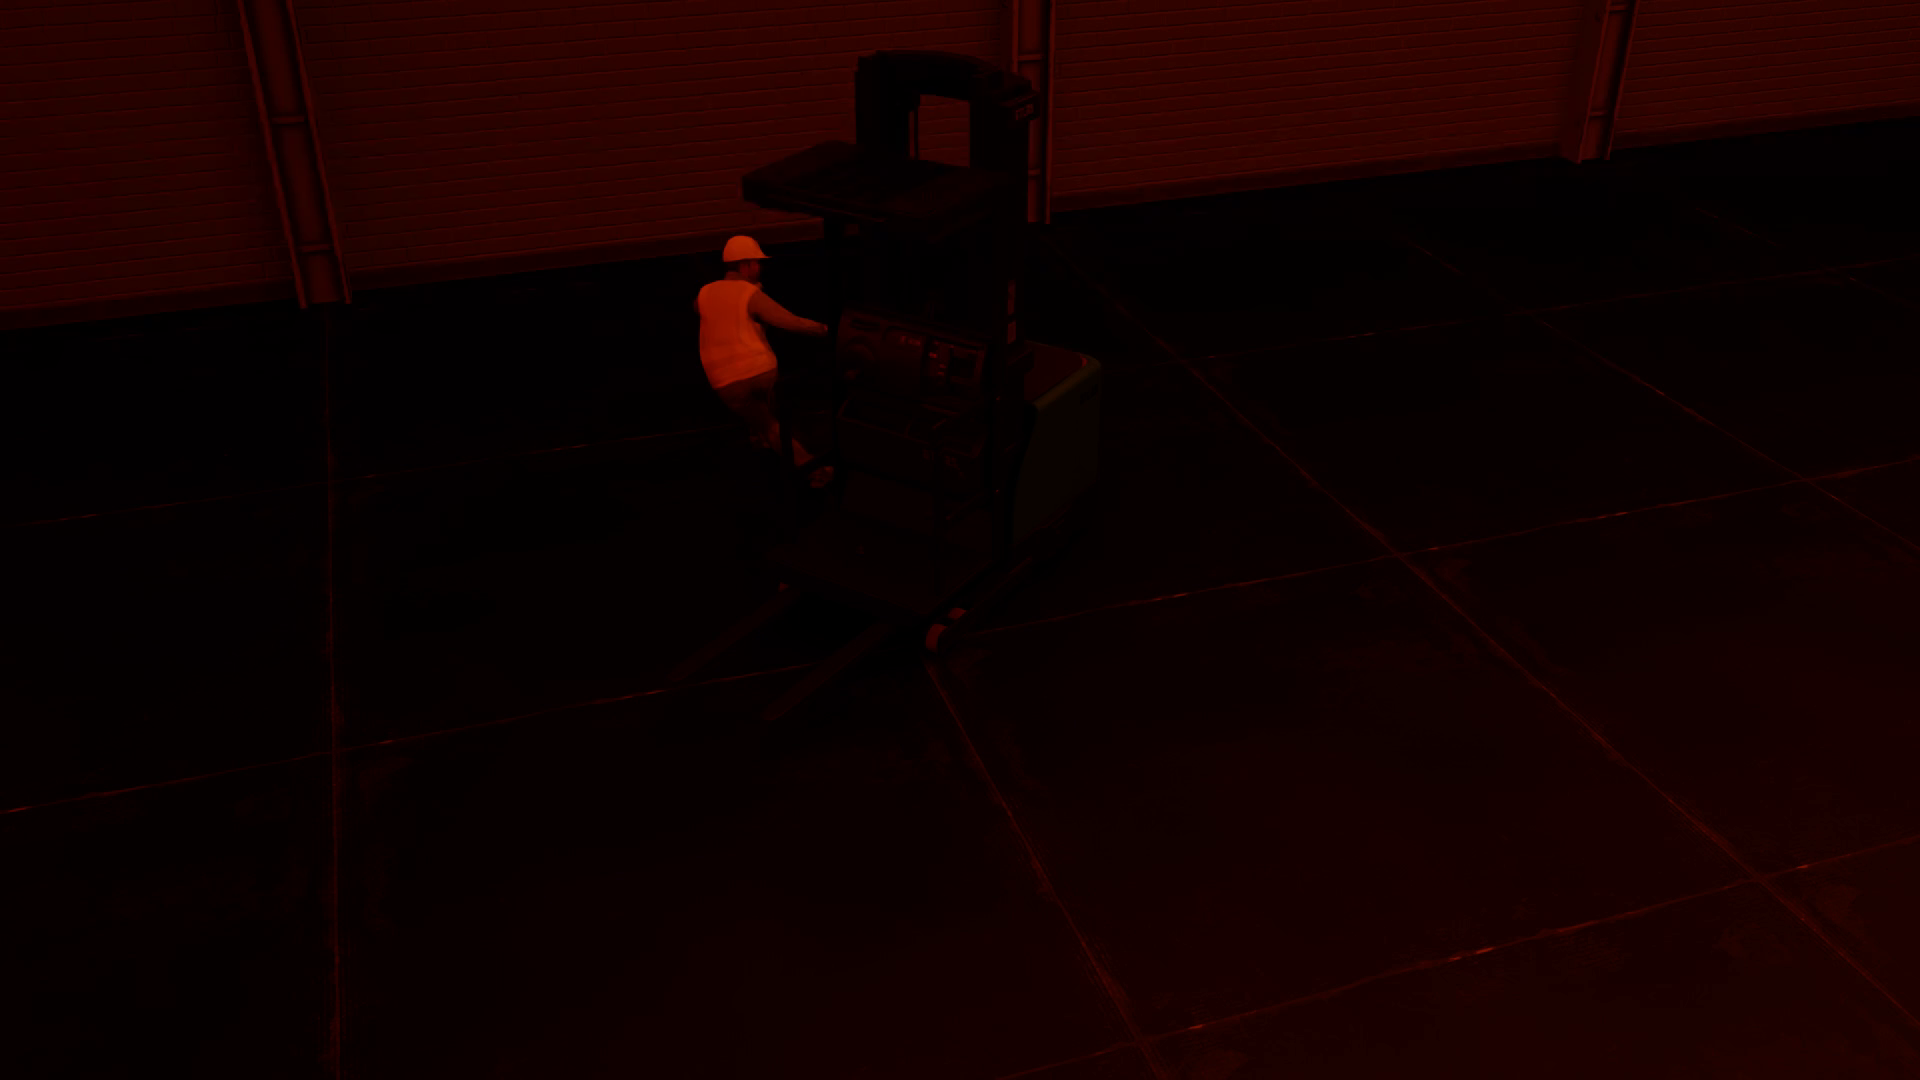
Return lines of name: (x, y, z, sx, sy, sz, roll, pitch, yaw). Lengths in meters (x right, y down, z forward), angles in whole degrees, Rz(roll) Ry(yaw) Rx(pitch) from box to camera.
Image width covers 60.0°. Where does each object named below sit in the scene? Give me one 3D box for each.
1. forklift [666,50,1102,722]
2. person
forklift: (-0.378, -0.922, 8.689, 1.130, 2.935, 3.031, 18, 34, 28)
person: (-1.206, -1.166, 10.497, 0.960, 1.519, 0.929, 0, 30, -1)
